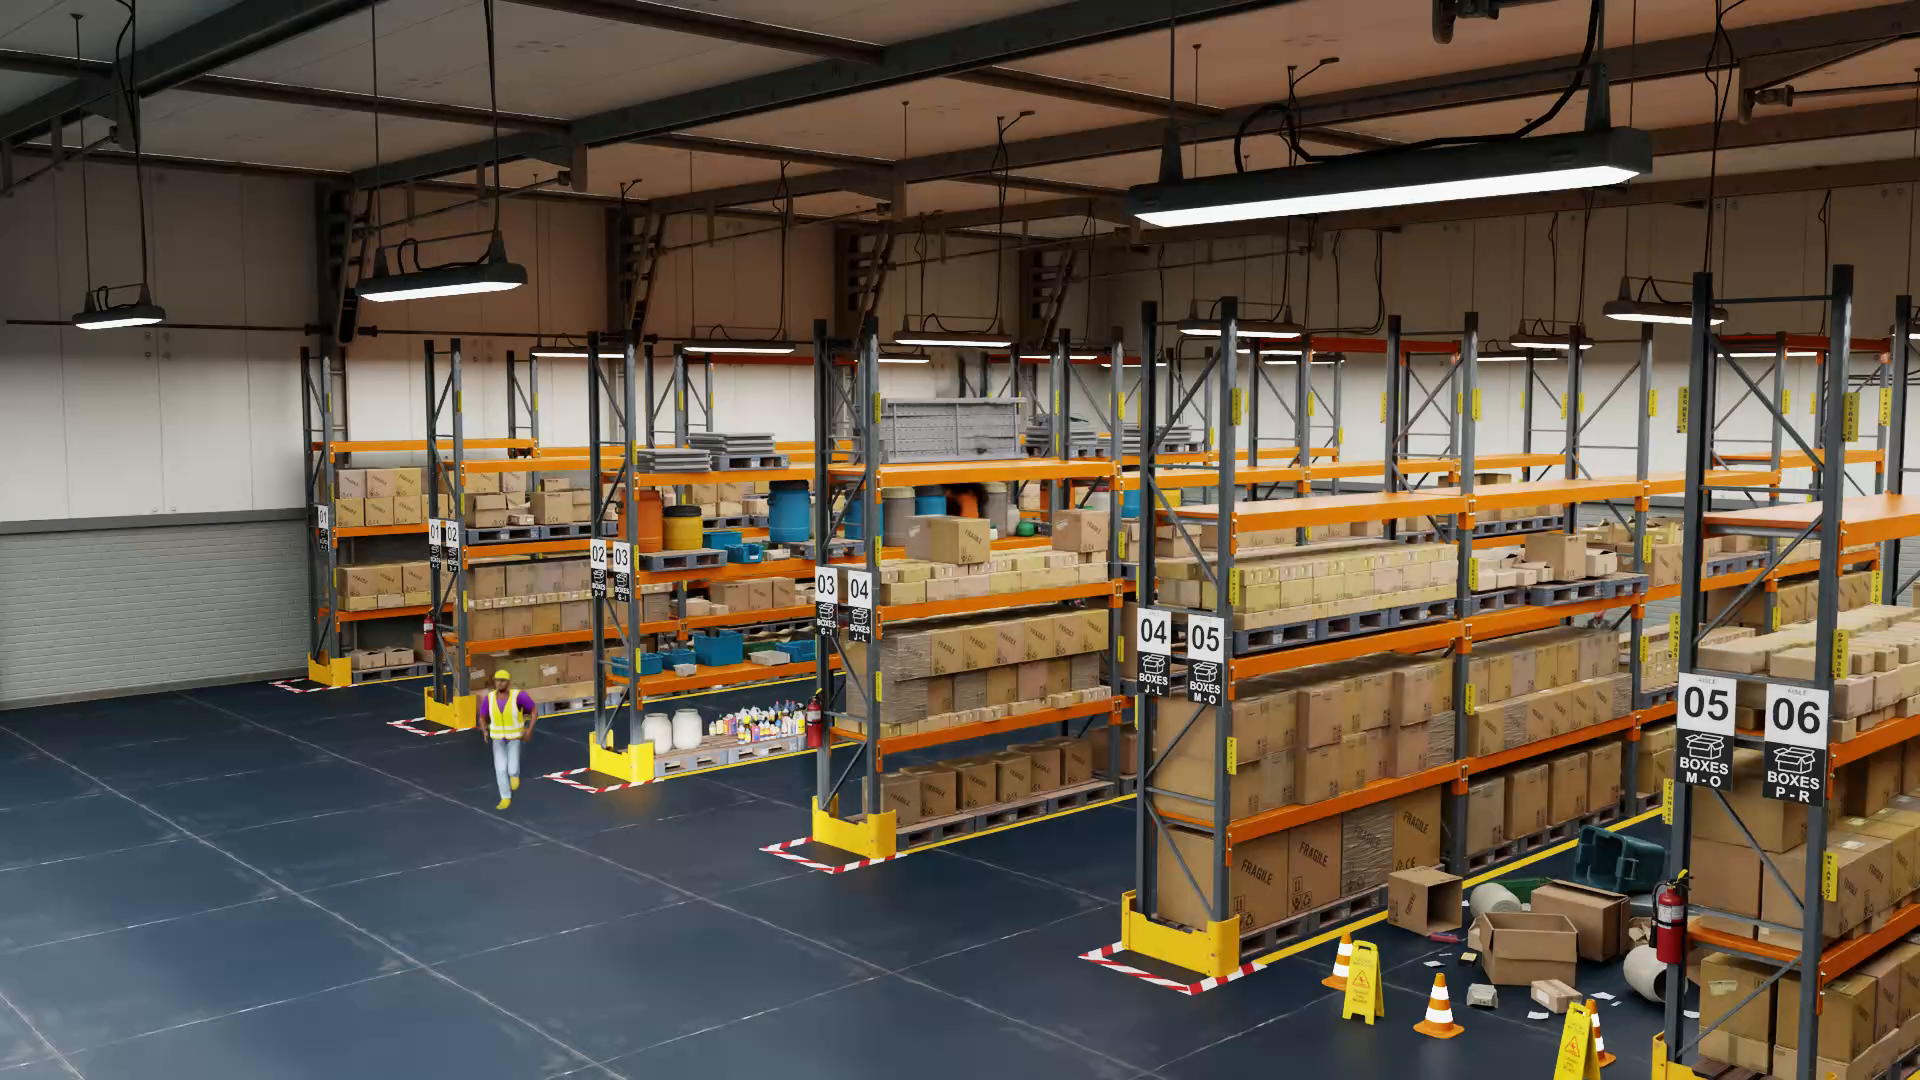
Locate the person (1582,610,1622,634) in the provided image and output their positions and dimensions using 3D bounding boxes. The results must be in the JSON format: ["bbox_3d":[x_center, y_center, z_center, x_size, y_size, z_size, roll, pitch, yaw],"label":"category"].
[{"bbox_3d":[10.468,1.923,27.295,0.674,1.725,0.918,4,7,41],"label":"person"}]

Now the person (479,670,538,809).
[{"bbox_3d":[-5.677,2.477,20.887,0.717,1.741,0.664,0,5,-3],"label":"person"}]

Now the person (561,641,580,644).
[{"bbox_3d":[-6.926,1.741,29.816,0.608,1.623,0.549,3,6,34],"label":"person"}]
